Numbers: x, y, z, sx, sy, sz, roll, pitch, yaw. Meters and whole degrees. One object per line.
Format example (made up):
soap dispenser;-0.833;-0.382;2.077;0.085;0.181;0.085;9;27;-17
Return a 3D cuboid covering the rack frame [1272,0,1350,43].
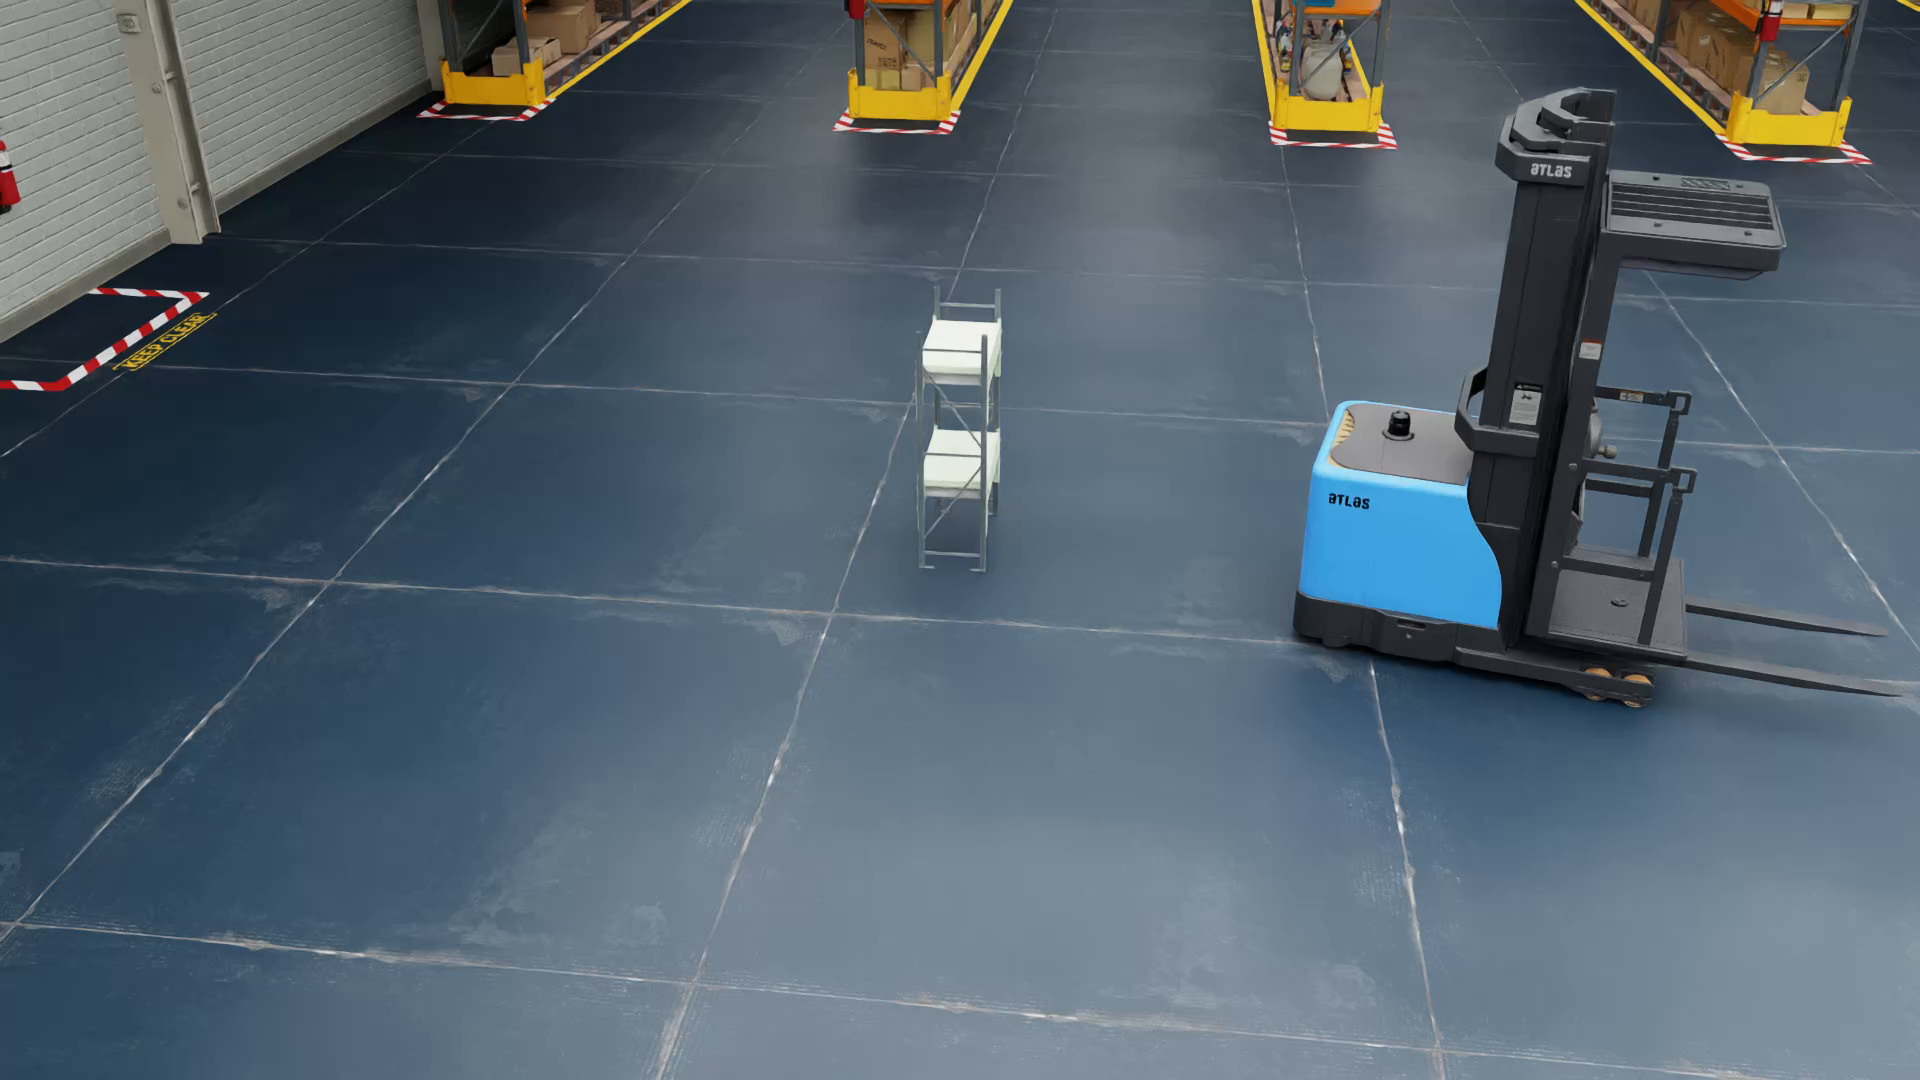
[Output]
rack frame;4.706;-7.896;21.743;1.000;3.000;0.127;3;28;6

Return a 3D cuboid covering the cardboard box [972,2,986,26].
cardboard box;0.086;-7.335;23.159;0.500;0.250;0.500;3;28;5

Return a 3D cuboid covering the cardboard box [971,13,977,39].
cardboard box;-0.049;-6.929;22.404;0.500;0.250;0.500;3;28;6

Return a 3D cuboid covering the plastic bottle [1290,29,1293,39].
plastic bottle;4.298;-6.457;21.486;0.097;0.271;0.097;0;28;0

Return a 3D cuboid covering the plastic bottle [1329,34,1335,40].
plastic bottle;4.746;-6.325;21.228;0.061;0.283;0.133;3;28;6

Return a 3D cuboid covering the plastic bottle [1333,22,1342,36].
plastic bottle;4.890;-6.513;21.506;0.144;0.351;0.185;2;28;4

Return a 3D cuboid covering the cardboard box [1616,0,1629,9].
cardboard box;9.995;-8.005;24.119;0.700;0.500;0.500;1;28;2

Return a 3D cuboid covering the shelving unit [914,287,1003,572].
shelving unit;-0.001;-0.657;9.888;0.431;1.500;0.755;3;28;6

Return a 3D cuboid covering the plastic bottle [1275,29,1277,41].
plastic bottle;4.220;-6.685;21.983;0.097;0.201;0.097;0;28;0

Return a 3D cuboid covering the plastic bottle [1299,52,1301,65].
plastic bottle;4.207;-6.048;20.801;0.097;0.201;0.097;0;28;0

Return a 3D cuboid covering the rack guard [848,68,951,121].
rack guard;-0.702;-5.191;19.358;1.175;0.500;0.348;3;28;6

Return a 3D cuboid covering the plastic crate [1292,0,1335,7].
plastic crate;3.981;-6.200;18.753;0.499;0.251;0.616;3;28;6

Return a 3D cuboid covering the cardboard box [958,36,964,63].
cardboard box;-0.227;-6.222;21.093;0.500;0.250;0.500;3;28;6

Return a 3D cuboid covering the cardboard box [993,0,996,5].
cardboard box;0.274;-8.059;24.503;0.500;0.250;0.500;4;29;7

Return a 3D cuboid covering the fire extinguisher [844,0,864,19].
fire extinguisher;-1.175;-6.240;18.751;0.296;0.674;0.183;3;28;6

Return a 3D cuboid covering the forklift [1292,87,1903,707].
forklift;3.415;-0.707;8.471;3.031;2.935;1.130;10;30;17

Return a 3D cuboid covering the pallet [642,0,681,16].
pallet;-4.885;-8.186;25.222;1.003;0.211;1.213;3;28;6

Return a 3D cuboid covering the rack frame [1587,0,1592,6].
rack frame;10.112;-9.491;24.704;1.000;3.000;0.127;3;28;6

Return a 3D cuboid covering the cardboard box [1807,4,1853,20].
cardboard box;9.403;-5.735;17.997;0.380;0.149;0.250;3;28;6

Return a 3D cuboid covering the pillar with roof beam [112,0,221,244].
pillar with roof beam;-2.851;-6.535;12.892;9.100;9.000;0.400;3;28;6

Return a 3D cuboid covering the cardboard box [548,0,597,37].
cardboard box;-5.214;-7.074;22.389;0.500;0.500;0.500;1;28;2

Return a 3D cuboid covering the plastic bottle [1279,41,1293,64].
plastic bottle;4.081;-6.080;20.780;0.152;0.276;0.135;3;28;5

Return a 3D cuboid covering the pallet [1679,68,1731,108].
pallet;9.428;-5.486;20.211;1.003;0.211;1.213;3;28;6

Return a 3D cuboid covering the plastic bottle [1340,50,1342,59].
plastic bottle;4.814;-6.065;20.831;0.097;0.201;0.097;0;28;0

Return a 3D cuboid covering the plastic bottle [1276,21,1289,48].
plastic bottle;4.196;-6.567;21.606;0.144;0.351;0.185;4;29;8

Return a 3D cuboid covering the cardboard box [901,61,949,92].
cardboard box;-0.413;-5.516;19.783;0.500;0.250;0.500;3;28;6

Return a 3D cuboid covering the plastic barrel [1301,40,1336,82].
plastic barrel;4.282;-5.653;19.760;0.421;0.512;0.421;0;28;0

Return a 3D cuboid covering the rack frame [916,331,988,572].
rack frame;-0.046;-0.485;9.569;0.400;1.500;0.023;3;28;6

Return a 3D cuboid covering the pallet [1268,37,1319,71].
pallet;4.583;-6.354;21.822;1.003;0.211;1.213;3;28;6

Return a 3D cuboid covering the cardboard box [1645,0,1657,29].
cardboard box;9.796;-7.212;22.646;0.700;0.500;0.500;3;28;6

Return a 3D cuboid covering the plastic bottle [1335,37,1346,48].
plastic bottle;4.827;-6.252;21.099;0.152;0.276;0.135;4;29;7

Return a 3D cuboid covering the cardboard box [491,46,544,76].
cardboard box;-5.442;-5.919;20.445;0.500;0.311;0.500;0;28;0

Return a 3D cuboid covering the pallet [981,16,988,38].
pallet;-0.158;-7.307;23.590;1.003;0.211;1.213;3;28;6

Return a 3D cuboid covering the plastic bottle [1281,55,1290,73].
plastic bottle;4.006;-5.864;20.459;0.097;0.201;0.097;0;28;0

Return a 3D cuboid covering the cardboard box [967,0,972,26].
cardboard box;-0.122;-7.024;21.791;0.500;0.500;0.500;3;28;6

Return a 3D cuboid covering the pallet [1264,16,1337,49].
pallet;4.764;-7.040;23.095;1.003;0.211;1.213;3;28;6

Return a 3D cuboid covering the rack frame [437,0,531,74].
rack frame;-5.616;-6.588;19.317;1.000;3.000;0.127;3;28;6

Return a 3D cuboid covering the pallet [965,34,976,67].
pallet;-0.348;-6.586;22.252;1.003;0.211;1.213;3;28;6

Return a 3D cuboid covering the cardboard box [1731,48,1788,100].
cardboard box;9.264;-5.386;19.277;0.500;0.500;0.500;11;30;19

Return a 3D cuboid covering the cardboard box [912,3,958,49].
cardboard box;-0.305;-6.318;20.480;0.500;0.500;0.500;3;28;6

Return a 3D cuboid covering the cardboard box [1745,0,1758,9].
cardboard box;8.973;-5.999;18.487;0.380;0.149;0.250;3;28;6

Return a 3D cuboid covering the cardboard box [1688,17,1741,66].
cardboard box;9.471;-6.236;20.856;0.500;0.500;0.500;13;31;22

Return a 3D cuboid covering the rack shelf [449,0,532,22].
rack shelf;-5.371;-7.213;21.235;1.077;0.370;4.000;3;28;6

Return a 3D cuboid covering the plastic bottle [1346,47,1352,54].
plastic bottle;4.794;-5.951;20.534;0.061;0.283;0.133;4;29;7

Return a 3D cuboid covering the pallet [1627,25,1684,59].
pallet;9.716;-6.747;22.551;1.003;0.211;1.213;3;28;6

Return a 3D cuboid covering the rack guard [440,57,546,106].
rack guard;-5.607;-5.524;19.976;1.175;0.500;0.348;3;28;6
